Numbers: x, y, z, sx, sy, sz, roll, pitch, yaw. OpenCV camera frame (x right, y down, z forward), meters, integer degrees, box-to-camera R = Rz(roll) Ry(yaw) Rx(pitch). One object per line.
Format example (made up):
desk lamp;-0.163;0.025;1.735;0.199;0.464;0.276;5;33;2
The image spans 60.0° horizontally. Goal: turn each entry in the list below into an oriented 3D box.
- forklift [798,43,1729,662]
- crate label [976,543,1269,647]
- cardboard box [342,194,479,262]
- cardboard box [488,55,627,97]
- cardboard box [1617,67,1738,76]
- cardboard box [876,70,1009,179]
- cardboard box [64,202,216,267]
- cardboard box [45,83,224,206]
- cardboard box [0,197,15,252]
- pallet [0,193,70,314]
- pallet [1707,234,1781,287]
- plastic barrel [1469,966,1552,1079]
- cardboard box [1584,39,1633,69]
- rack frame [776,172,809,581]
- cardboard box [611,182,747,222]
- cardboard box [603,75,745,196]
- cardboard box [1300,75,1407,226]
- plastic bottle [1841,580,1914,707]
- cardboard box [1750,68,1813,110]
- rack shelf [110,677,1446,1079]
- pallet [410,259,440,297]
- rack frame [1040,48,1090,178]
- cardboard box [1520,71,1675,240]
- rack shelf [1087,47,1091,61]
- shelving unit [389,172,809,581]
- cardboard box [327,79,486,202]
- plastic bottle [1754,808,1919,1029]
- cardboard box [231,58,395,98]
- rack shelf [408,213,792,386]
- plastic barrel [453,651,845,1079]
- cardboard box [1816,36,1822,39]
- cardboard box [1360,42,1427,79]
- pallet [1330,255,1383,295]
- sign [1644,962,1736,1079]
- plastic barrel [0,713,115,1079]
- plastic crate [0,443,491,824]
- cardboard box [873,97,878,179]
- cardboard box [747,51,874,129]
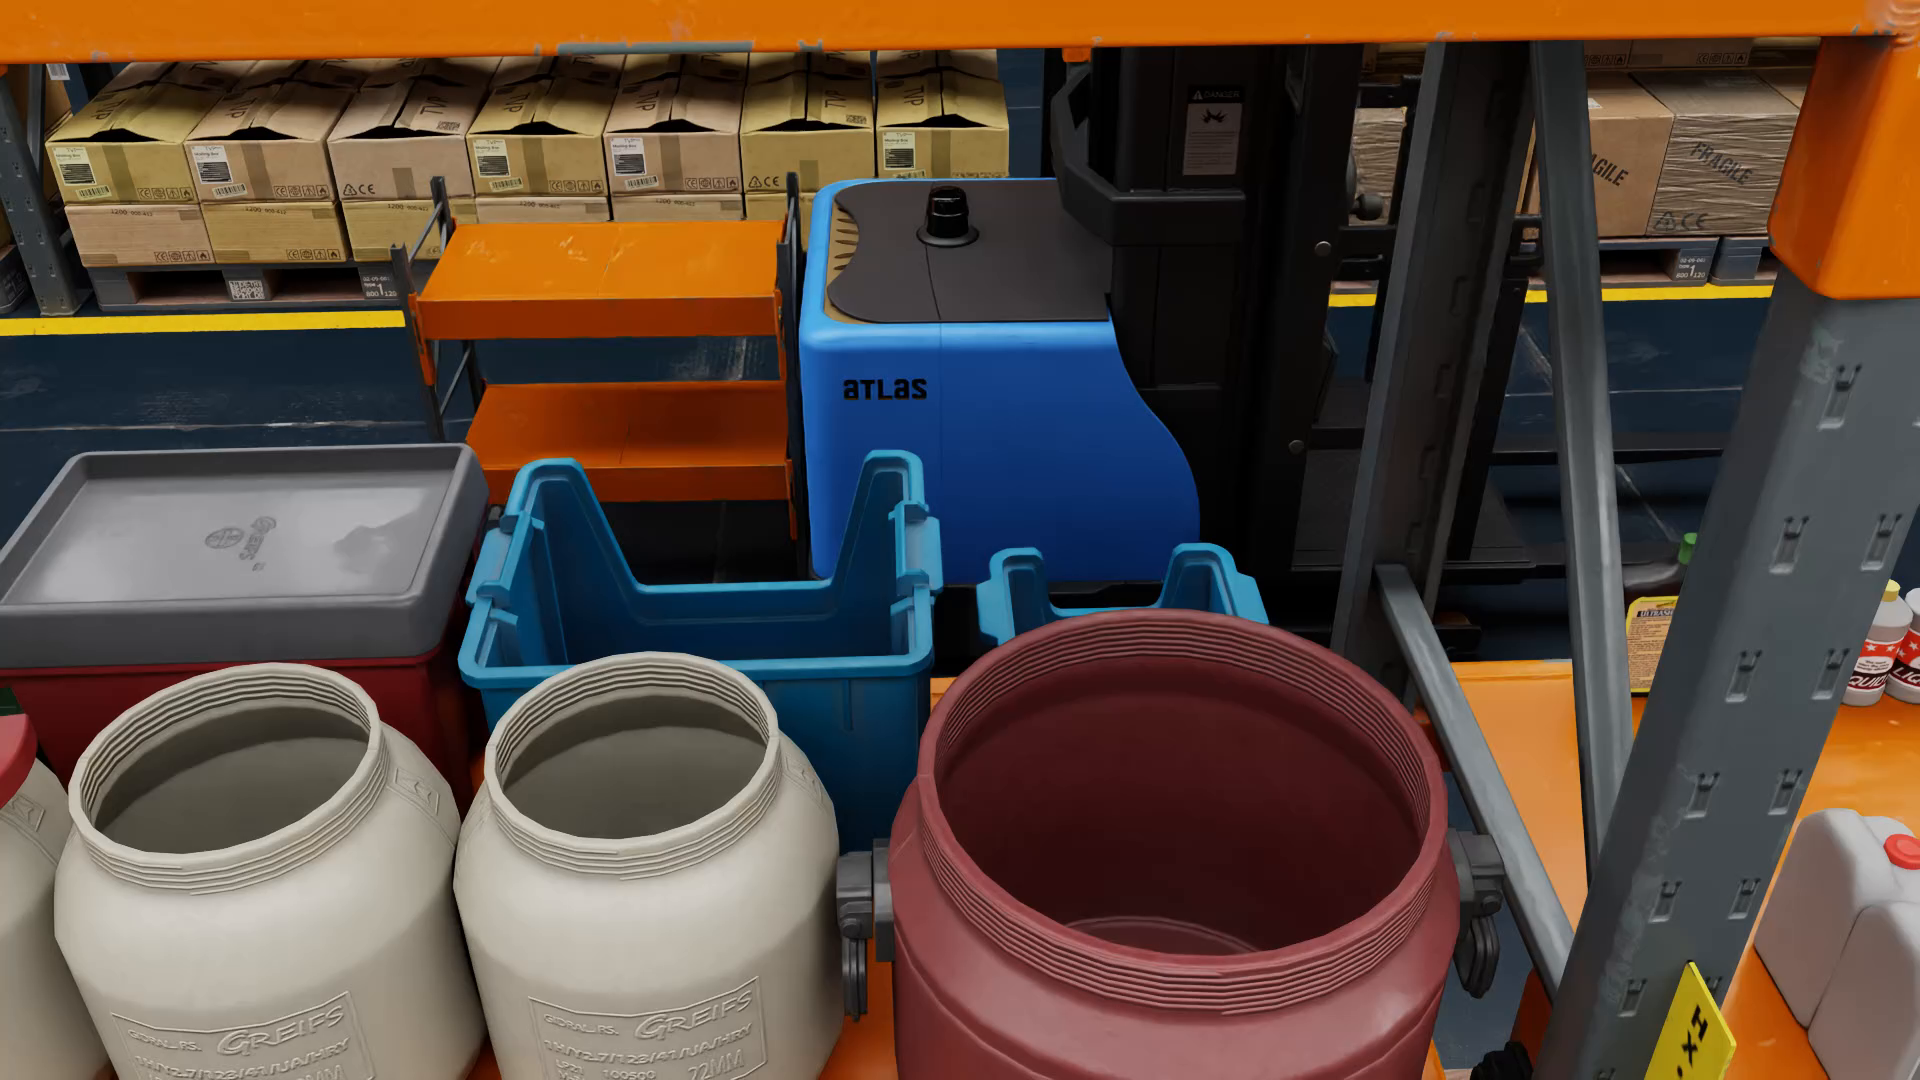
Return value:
forklift;1.082;-1.139;4.320;3.031;2.935;1.130;-1;35;-1
crate label;0.234;0.188;2.489;0.416;0.233;0.303;-2;35;-2
cardboard box;-2.112;-1.328;6.580;0.500;0.250;0.500;-3;35;-4
cardboard box;-1.643;-1.875;6.877;0.500;0.311;0.500;-2;35;-3
cardboard box;2.910;-1.851;7.099;0.500;0.500;0.500;-1;35;-2
cardboard box;-0.070;-1.613;6.500;0.500;0.311;0.500;-1;35;-1
cardboard box;-3.139;-1.299;6.538;0.500;0.250;0.500;-2;35;-3
cardboard box;-3.129;-1.529;6.378;0.500;0.311;0.500;-1;35;-2
cardboard box;-4.007;-1.292;6.529;0.500;0.250;0.500;-2;35;-2
pallet;-4.350;-1.243;6.860;1.213;0.211;1.003;-2;35;-2
pallet;3.626;-1.412;7.106;1.213;0.211;1.003;-2;35;-2
plastic barrel;1.160;1.018;2.681;0.708;0.830;0.600;-2;35;-2
cardboard box;2.442;-2.149;6.870;0.500;0.250;0.500;-2;35;-3
rack frame;-0.479;-0.462;4.929;0.032;1.125;0.500;-1;35;-1
cardboard box;-1.090;-1.356;6.621;0.500;0.250;0.500;-1;35;-1
cardboard box;-1.093;-1.584;6.457;0.500;0.311;0.500;-2;35;-3
cardboard box;1.432;-1.515;6.613;0.500;0.500;0.500;-3;35;-4
plastic bottle;1.403;0.150;2.571;0.097;0.201;0.097;0;35;0
cardboard box;3.463;-1.571;6.694;0.500;0.500;0.500;-1;35;-2
rack shelf;-1.326;0.671;2.277;4.000;0.370;1.077;-2;35;-2
pallet;-1.598;-1.317;6.967;1.213;0.211;1.003;-2;35;-2
rack frame;0.441;-2.495;6.219;0.127;3.000;1.000;-2;35;-2
cardboard box;2.455;-1.543;6.653;0.500;0.500;0.500;-3;35;-4
rack shelf;2.439;-2.253;6.502;4.000;0.370;1.077;-2;35;-2
shelving unit;-0.987;-0.454;4.917;1.048;1.125;0.538;-1;35;-1
cardboard box;-2.112;-1.554;6.414;0.500;0.311;0.500;-3;35;-4
plastic bottle;1.113;0.458;2.062;0.135;0.276;0.152;-2;35;-2
cardboard box;-2.644;-1.851;6.843;0.500;0.311;0.500;-1;35;-1
rack shelf;-0.987;-0.694;4.751;1.000;0.278;0.538;-1;35;-1
plastic barrel;-0.345;0.424;1.903;0.421;0.512;0.421;0;35;0
cardboard box;3.942;-1.881;7.142;0.500;0.500;0.500;-3;35;-4
cardboard box;1.881;-1.820;7.054;0.500;0.500;0.500;-3;35;-4
pallet;1.189;-1.347;7.011;1.213;0.211;1.003;-2;35;-2
sign;0.705;0.566;1.652;0.005;0.325;0.100;-2;35;-2
plastic barrel;-1.192;0.440;1.858;0.433;0.535;0.433;0;35;0
plastic crate;-0.956;0.164;2.321;0.583;0.464;0.402;-2;35;-2
cardboard box;-0.598;-1.676;7.082;0.500;0.250;0.500;-2;35;-4
cardboard box;-0.620;-1.901;6.916;0.500;0.311;0.500;-2;35;-3
